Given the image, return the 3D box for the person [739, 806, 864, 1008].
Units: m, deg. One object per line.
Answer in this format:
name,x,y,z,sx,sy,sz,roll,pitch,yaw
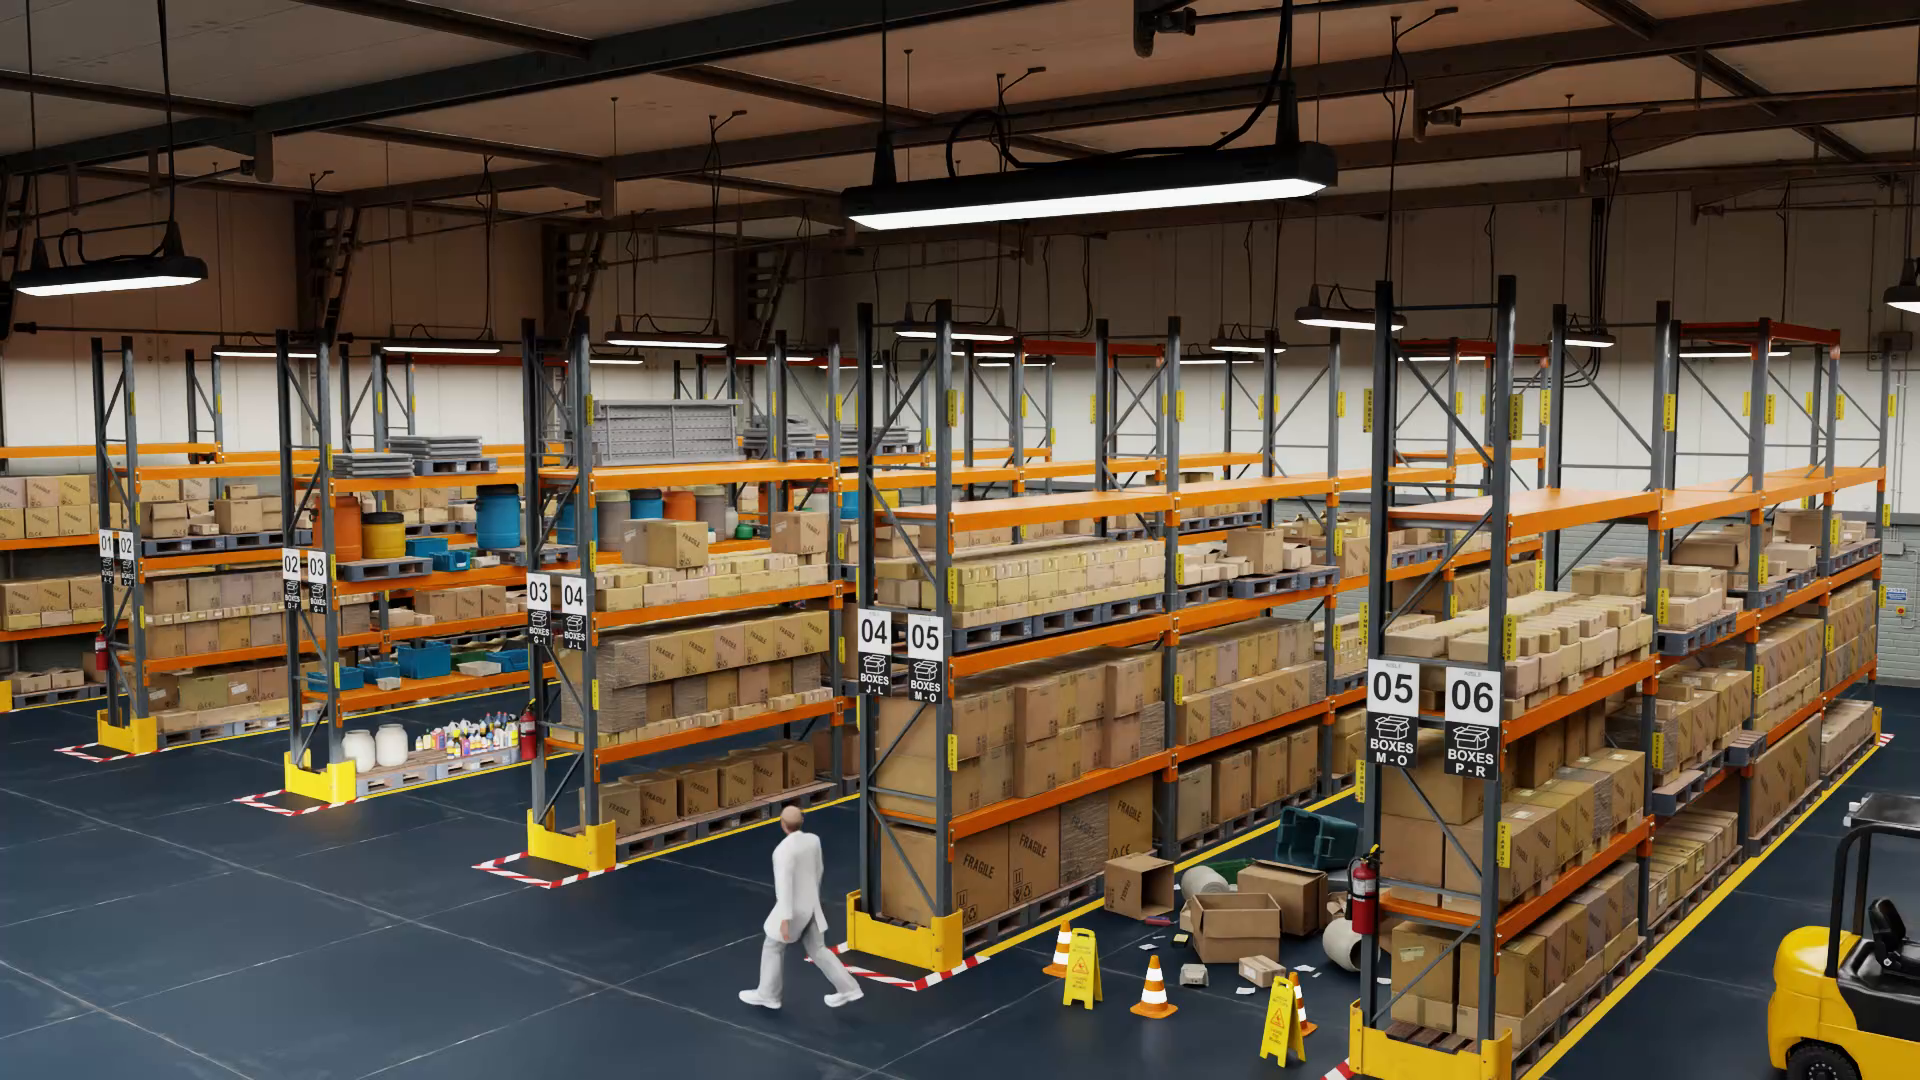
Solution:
person,-1.325,3.083,13.904,1.111,1.736,0.640,2,5,24
